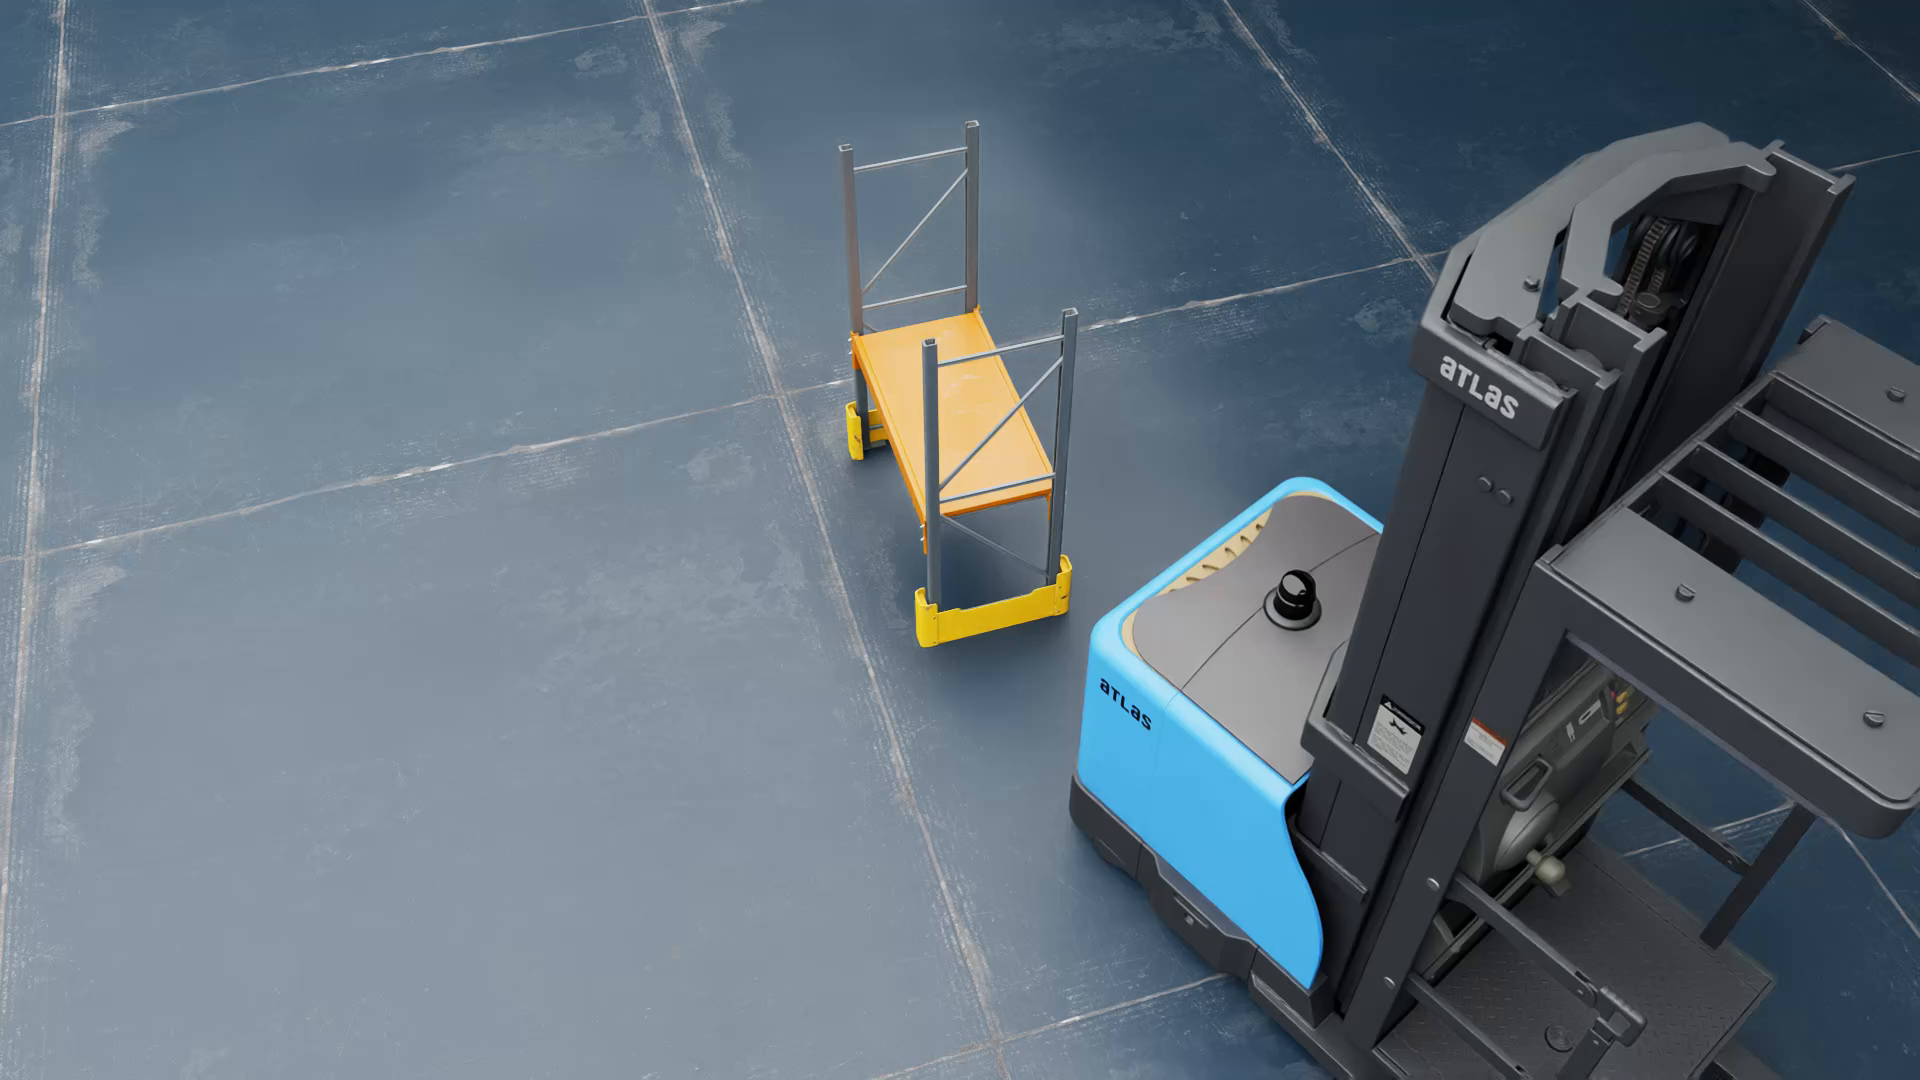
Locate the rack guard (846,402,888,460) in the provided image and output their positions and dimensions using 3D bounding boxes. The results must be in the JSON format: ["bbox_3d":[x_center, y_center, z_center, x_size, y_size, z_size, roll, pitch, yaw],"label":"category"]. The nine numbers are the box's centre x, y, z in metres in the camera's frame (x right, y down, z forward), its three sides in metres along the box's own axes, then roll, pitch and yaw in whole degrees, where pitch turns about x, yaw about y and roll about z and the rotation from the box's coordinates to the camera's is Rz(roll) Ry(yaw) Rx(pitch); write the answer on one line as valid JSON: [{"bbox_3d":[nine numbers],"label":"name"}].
[{"bbox_3d":[-0.170,-0.500,6.798,0.587,0.250,0.087,-13,51,-11],"label":"rack guard"}]

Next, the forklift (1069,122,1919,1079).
[{"bbox_3d":[1.729,0.605,4.113,1.130,2.935,3.031,-34,58,-25],"label":"forklift"}]

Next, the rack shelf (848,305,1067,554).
[{"bbox_3d":[-0.025,-0.430,6.156,0.538,0.185,1.000,-13,51,-11],"label":"rack shelf"}]

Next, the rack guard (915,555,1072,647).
[{"bbox_3d":[0.125,0.227,6.184,0.587,0.250,0.087,-13,51,-11],"label":"rack guard"}]

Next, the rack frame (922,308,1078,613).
[{"bbox_3d":[0.125,-0.174,5.706,0.500,1.500,0.032,-13,51,-11],"label":"rack frame"}]

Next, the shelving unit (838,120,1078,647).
[{"bbox_3d":[-0.023,-0.539,6.013,0.587,1.500,1.083,-13,51,-11],"label":"shelving unit"}]

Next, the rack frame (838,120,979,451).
[{"bbox_3d":[-0.176,-0.917,6.332,0.500,1.500,0.032,-13,51,-11],"label":"rack frame"}]
